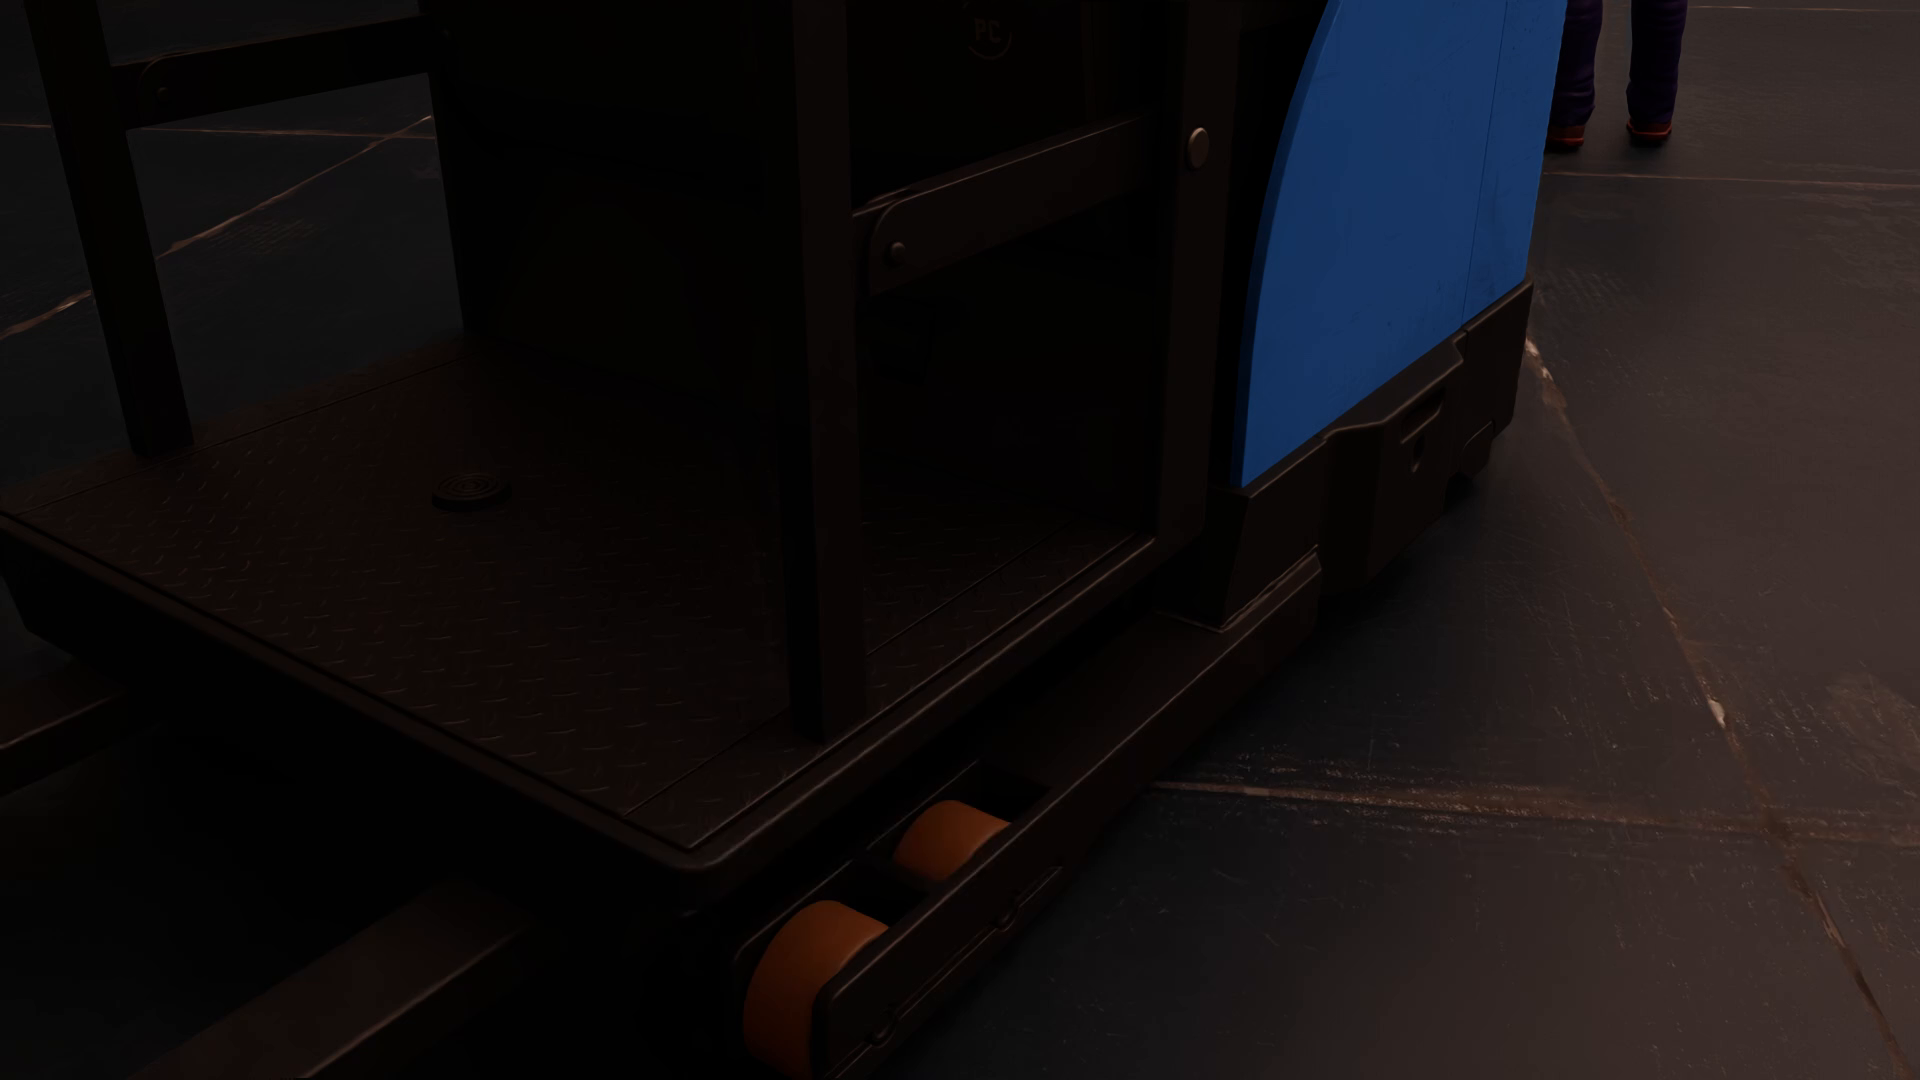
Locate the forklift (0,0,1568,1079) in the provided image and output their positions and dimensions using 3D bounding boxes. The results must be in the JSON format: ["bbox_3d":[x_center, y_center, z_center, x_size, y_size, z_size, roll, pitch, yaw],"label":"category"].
[{"bbox_3d":[-0.355,-1.060,1.342,1.130,2.935,3.031,18,32,32],"label":"forklift"}]

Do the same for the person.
[{"bbox_3d":[1.775,-1.893,4.433,0.599,1.650,0.502,4,27,8],"label":"person"}]
